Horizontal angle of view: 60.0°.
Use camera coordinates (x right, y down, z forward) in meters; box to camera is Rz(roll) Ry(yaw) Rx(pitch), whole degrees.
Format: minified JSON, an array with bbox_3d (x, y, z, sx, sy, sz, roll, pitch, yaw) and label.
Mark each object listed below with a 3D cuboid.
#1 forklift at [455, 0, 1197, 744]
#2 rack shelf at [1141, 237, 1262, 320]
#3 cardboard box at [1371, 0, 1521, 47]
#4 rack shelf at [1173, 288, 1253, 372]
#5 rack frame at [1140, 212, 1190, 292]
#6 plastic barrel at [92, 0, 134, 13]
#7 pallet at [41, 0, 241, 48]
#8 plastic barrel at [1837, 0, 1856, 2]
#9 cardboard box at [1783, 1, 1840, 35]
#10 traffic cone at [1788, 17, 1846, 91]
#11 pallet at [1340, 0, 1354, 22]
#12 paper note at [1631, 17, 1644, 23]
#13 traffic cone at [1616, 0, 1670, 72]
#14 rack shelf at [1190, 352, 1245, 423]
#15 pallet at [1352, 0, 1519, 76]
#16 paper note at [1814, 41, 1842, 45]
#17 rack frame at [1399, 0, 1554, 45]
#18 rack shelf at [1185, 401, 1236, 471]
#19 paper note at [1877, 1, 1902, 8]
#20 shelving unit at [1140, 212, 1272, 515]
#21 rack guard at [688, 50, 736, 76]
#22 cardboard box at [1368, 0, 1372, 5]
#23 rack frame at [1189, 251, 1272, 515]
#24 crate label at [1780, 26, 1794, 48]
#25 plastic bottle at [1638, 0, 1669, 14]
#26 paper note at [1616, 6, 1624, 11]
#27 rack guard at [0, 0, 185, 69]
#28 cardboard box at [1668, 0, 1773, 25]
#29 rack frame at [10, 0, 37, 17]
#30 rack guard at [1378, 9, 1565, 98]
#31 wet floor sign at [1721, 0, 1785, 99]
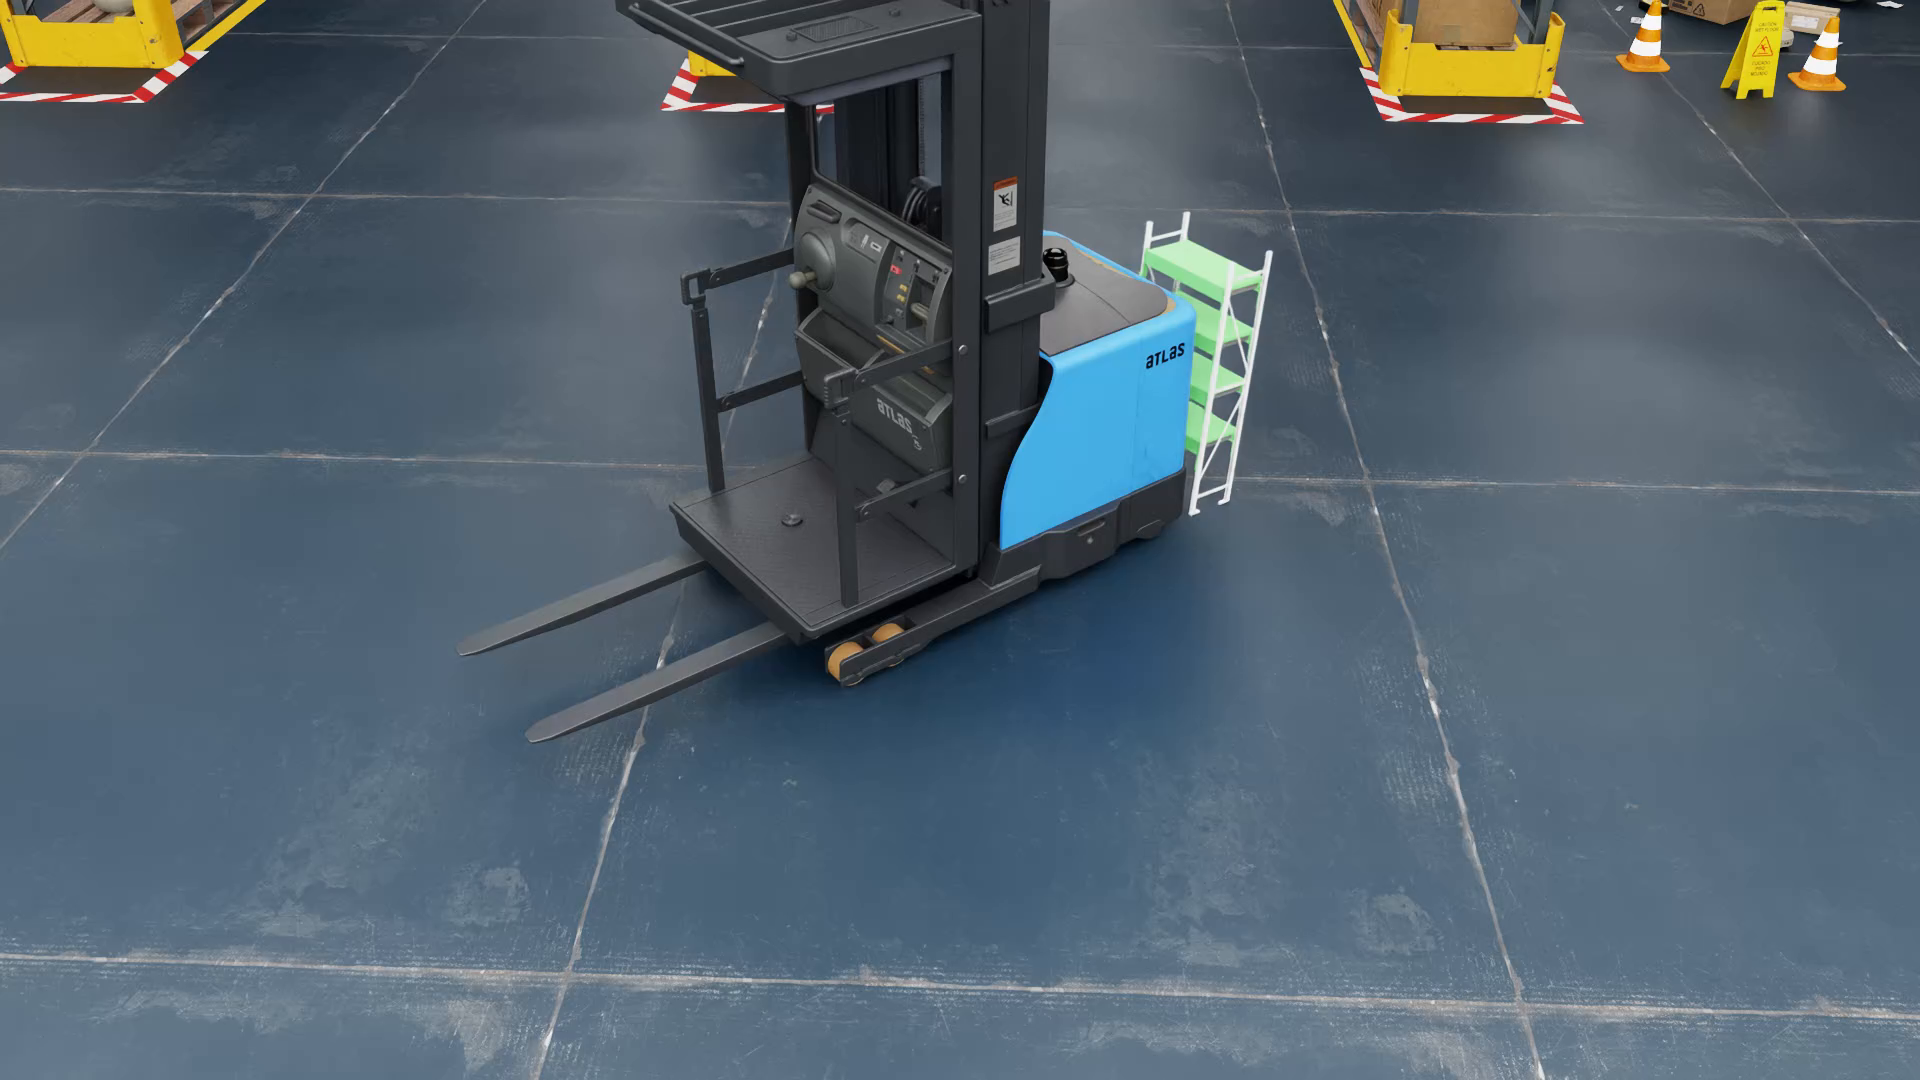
[{"bbox_3d":[-0.502,-0.981,6.097,3.031,2.935,1.130,-24,41,-30],"label":"forklift"},{"bbox_3d":[1.030,-1.114,7.054,0.258,0.148,0.480,-20,40,-33],"label":"rack shelf"},{"bbox_3d":[3.539,-4.147,12.024,0.875,0.875,0.875,2,35,2],"label":"cardboard box"},{"bbox_3d":[1.015,-0.912,7.182,0.258,0.148,0.480,-20,40,-33],"label":"rack shelf"},{"bbox_3d":[0.855,-0.875,7.435,0.240,1.200,0.015,-20,40,-33],"label":"rack frame"},{"bbox_3d":[-6.373,-4.274,12.521,0.421,0.512,0.421,0,35,0],"label":"plastic barrel"},{"bbox_3d":[-6.329,-4.111,12.915,1.003,0.211,1.213,1,35,2],"label":"pallet"},{"bbox_3d":[7.098,-4.564,13.376,0.512,0.421,0.421,28,44,33],"label":"plastic barrel"},{"bbox_3d":[6.562,-4.030,12.854,0.380,0.149,0.250,20,40,26],"label":"cardboard box"},{"bbox_3d":[6.134,-3.466,11.779,0.336,0.463,0.334,1,35,2],"label":"traffic cone"},{"bbox_3d":[3.584,-4.472,13.430,1.003,0.211,1.213,1,35,2],"label":"pallet"},{"bbox_3d":[5.336,-4.075,13.024,0.144,0.017,0.142,13,37,18],"label":"paper note"},{"bbox_3d":[5.018,-3.687,12.094,0.336,0.463,0.334,1,35,2],"label":"traffic cone"},{"bbox_3d":[1.000,-0.710,7.311,0.258,0.148,0.480,-20,40,-33],"label":"rack shelf"},{"bbox_3d":[3.532,-3.773,12.436,1.003,0.211,1.213,1,35,2],"label":"pallet"},{"bbox_3d":[6.577,-3.771,12.589,0.148,0.019,0.142,-10,36,-14],"label":"paper note"},{"bbox_3d":[3.578,-4.453,10.977,1.000,3.000,0.127,1,35,2],"label":"rack frame"},{"bbox_3d":[0.985,-0.507,7.439,0.258,0.148,0.480,-20,40,-33],"label":"rack shelf"},{"bbox_3d":[7.471,-4.306,13.350,0.142,0.019,0.148,-10,36,-14],"label":"paper note"},{"bbox_3d":[1.004,-0.764,7.276,0.258,1.200,0.503,-20,40,-33],"label":"shelving unit"},{"bbox_3d":[-1.371,-3.647,12.004,1.175,0.500,0.348,1,35,2],"label":"rack guard"},{"bbox_3d":[3.573,-4.652,12.744,0.875,0.875,0.875,1,35,1],"label":"cardboard box"},{"bbox_3d":[1.153,-0.652,7.118,0.240,1.200,0.015,-20,40,-33],"label":"rack frame"},{"bbox_3d":[6.103,-3.786,12.518,0.250,0.136,0.298,-17,38,-22],"label":"crate label"},{"bbox_3d":[5.512,-4.262,13.261,0.133,0.061,0.283,-10,36,-14],"label":"plastic bottle"},{"bbox_3d":[5.271,-4.250,13.289,0.032,0.001,0.123,20,40,26],"label":"paper note"},{"bbox_3d":[-6.367,-3.762,12.168,1.175,0.500,0.348,1,35,2],"label":"rack guard"},{"bbox_3d":[6.069,-4.443,13.134,0.797,0.503,0.637,-24,42,-30],"label":"cardboard box"},{"bbox_3d":[-6.323,-4.740,11.386,1.000,3.000,0.127,1,35,2],"label":"rack frame"},{"bbox_3d":[3.577,-3.417,11.677,1.175,0.500,0.348,1,35,2],"label":"rack guard"},{"bbox_3d":[5.555,-3.427,11.566,0.267,0.644,0.232,-4,35,-6],"label":"wet floor sign"}]
